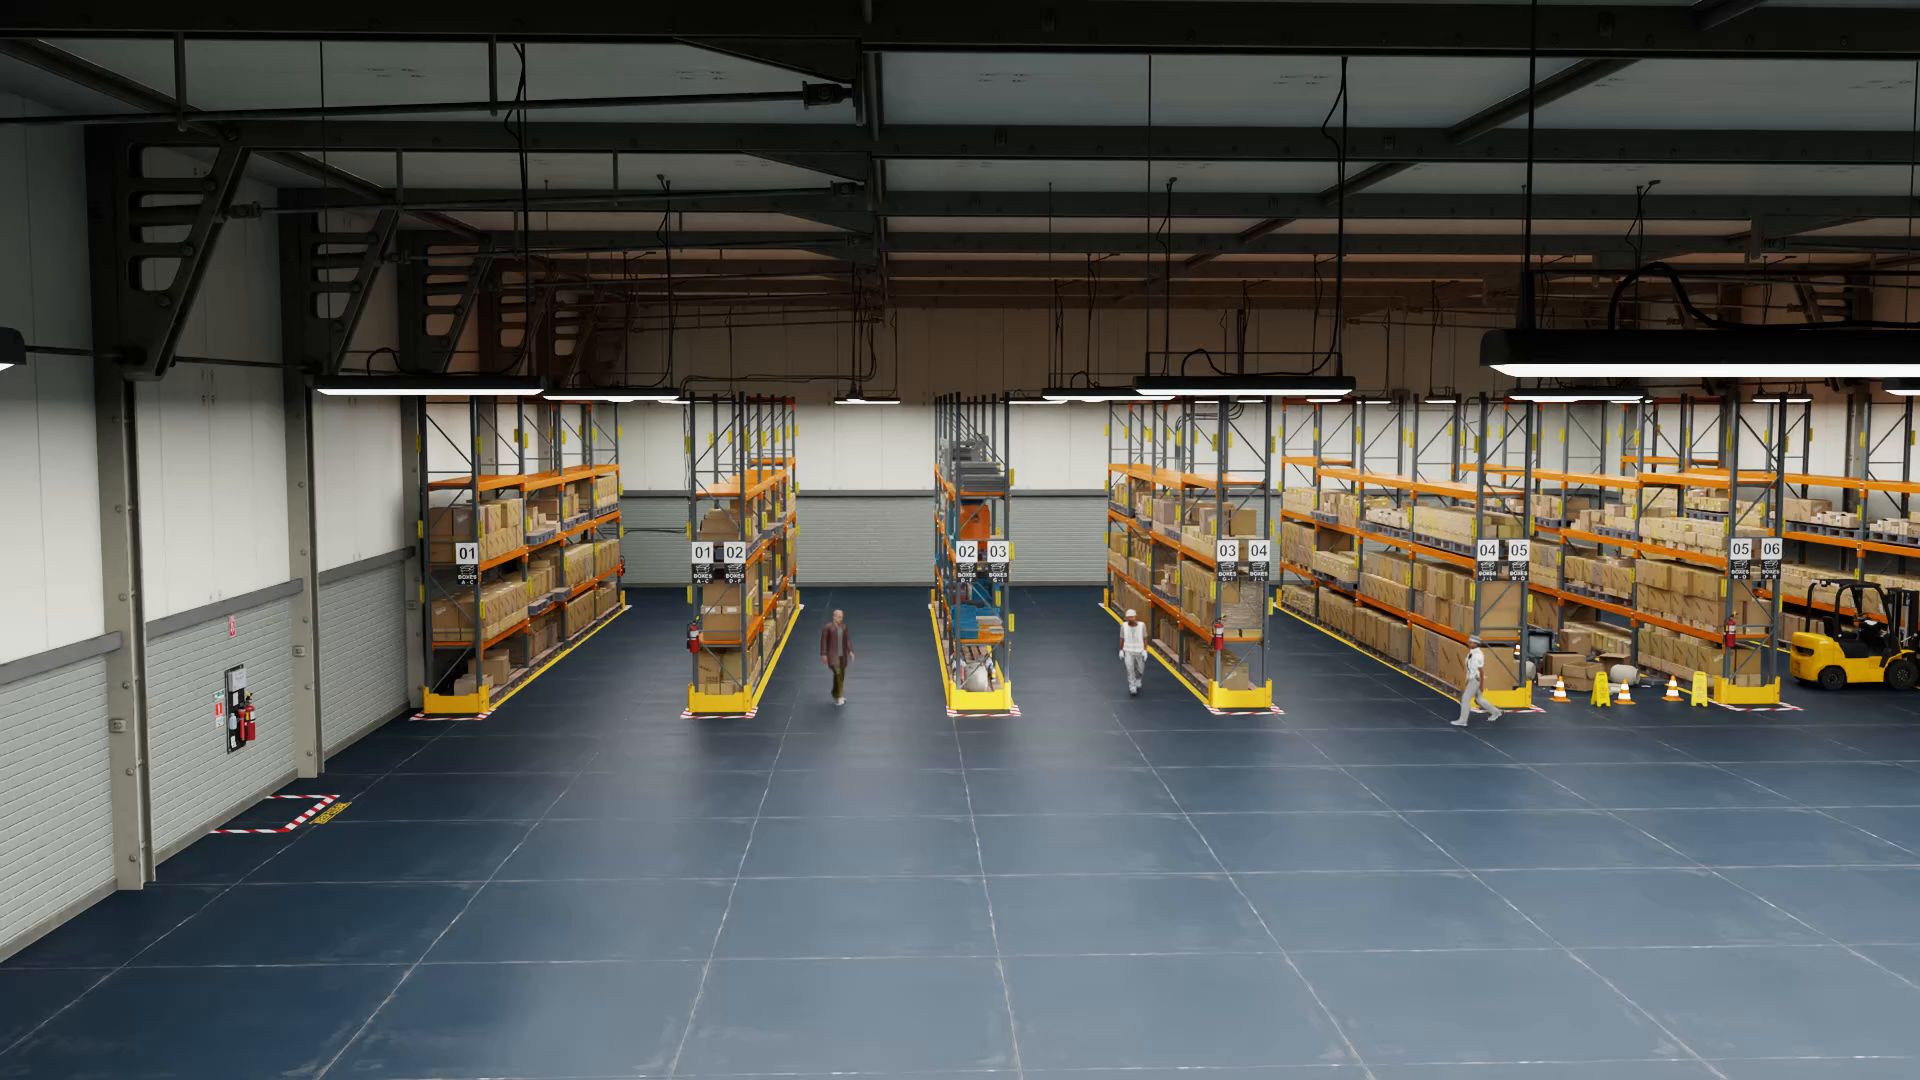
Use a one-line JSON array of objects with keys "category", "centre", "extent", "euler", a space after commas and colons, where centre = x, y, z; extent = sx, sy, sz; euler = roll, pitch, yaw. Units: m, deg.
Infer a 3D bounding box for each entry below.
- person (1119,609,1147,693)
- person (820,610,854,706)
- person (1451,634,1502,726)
[{"category": "person", "centre": [3.488, 2.215, 33.425], "extent": [0.554, 1.673, 1.055], "euler": [0, 5, 3]}, {"category": "person", "centre": [-2.333, 2.274, 32.194], "extent": [0.612, 1.818, 0.680], "euler": [-4, 6, -41]}, {"category": "person", "centre": [9.272, 2.504, 29.788], "extent": [0.957, 1.643, 0.448], "euler": [0, 5, 0]}]
